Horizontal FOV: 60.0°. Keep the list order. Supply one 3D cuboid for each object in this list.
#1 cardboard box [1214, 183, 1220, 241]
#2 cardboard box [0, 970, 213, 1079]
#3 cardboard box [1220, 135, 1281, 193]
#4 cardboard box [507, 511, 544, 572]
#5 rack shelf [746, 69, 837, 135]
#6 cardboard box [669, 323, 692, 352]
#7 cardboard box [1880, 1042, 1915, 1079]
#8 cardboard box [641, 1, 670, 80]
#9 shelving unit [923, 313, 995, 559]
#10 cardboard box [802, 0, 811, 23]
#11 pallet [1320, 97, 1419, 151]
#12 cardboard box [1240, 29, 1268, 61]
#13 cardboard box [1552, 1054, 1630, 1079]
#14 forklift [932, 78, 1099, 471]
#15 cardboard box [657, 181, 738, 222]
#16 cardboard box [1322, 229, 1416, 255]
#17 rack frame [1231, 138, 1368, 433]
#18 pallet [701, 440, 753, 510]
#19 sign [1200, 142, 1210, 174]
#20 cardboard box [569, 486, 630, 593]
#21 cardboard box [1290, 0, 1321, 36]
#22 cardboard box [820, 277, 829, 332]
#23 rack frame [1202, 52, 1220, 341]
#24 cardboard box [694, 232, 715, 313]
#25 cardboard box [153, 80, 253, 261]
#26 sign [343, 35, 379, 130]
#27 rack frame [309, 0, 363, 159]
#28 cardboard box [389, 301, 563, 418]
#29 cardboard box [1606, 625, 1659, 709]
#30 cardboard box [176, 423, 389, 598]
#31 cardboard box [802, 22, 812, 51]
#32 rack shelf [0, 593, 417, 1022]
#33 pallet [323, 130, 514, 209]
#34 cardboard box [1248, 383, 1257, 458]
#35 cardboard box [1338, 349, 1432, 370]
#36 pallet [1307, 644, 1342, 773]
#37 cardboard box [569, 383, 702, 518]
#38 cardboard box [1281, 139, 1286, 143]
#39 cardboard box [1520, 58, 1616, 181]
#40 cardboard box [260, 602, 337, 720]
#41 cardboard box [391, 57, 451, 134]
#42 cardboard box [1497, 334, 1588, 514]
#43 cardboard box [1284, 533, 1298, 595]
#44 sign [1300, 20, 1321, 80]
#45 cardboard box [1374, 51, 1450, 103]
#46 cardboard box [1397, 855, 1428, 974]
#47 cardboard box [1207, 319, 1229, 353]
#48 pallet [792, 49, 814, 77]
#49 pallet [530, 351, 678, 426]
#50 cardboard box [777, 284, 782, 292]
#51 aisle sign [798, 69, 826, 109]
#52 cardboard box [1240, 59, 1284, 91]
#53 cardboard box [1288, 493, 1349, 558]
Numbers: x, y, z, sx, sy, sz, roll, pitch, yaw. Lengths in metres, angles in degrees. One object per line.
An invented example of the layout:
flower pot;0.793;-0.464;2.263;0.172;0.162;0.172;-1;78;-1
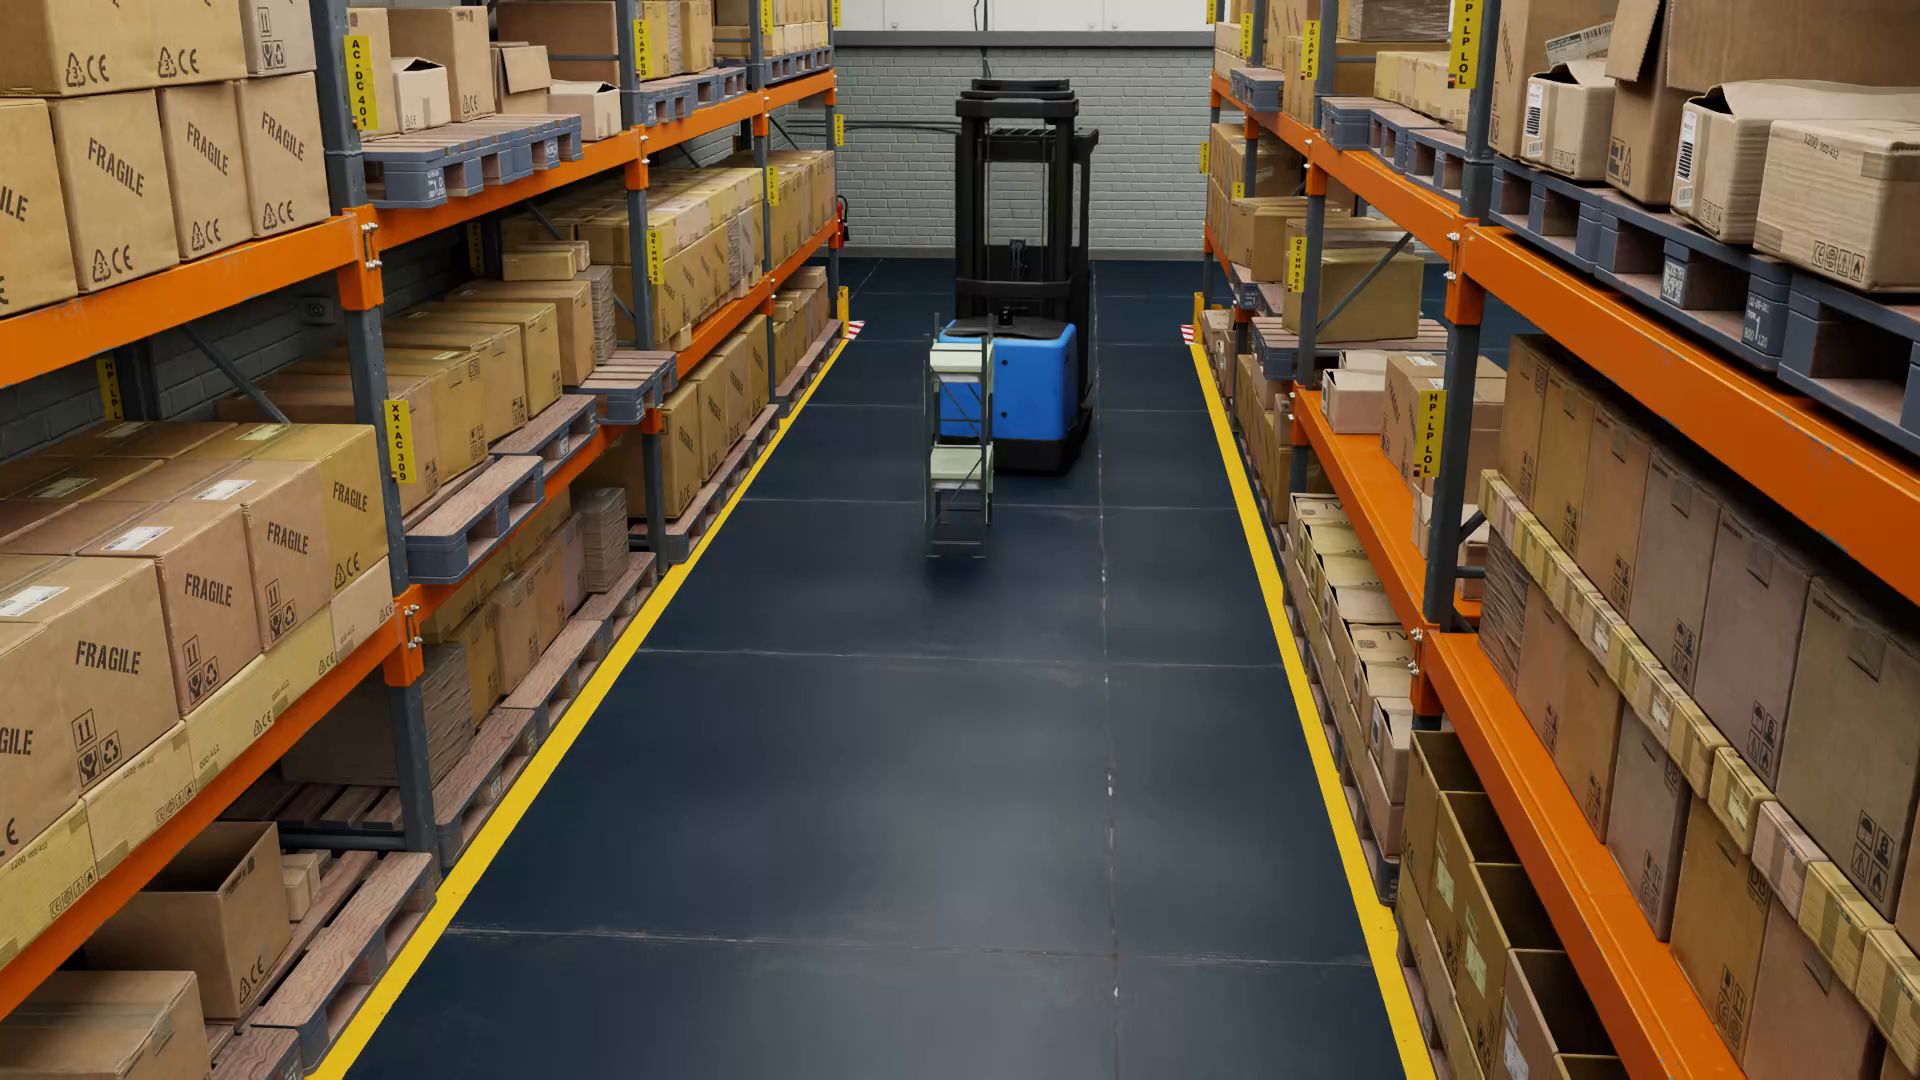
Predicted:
cardboard box;2.750;-3.190;16.182;0.500;0.500;0.500;1;18;4
cardboard box;-2.691;1.631;4.936;0.700;0.500;0.500;0;18;0
cardboard box;2.714;-3.506;15.540;0.500;0.500;0.500;1;18;3
cardboard box;-2.535;-0.033;8.810;0.500;0.250;0.500;1;18;4
rack shelf;-1.970;-4.163;15.648;1.077;0.370;4.000;1;18;4
cardboard box;-2.015;-1.362;11.133;0.380;0.149;0.250;2;18;6
cardboard box;2.014;1.186;2.826;0.700;0.500;0.500;1;18;4
cardboard box;-2.384;-3.387;11.258;0.700;0.500;0.500;2;18;7
shelving unit;0.000;-0.711;11.183;0.431;1.500;0.755;1;18;4
cardboard box;-1.682;-5.107;15.577;0.500;0.500;0.500;0;18;1
pallet;2.582;-2.229;8.895;1.213;0.211;1.003;2;18;6
cardboard box;2.592;-4.098;13.732;0.500;0.250;0.500;1;18;4
cardboard box;1.767;1.645;4.123;0.500;0.500;0.500;1;18;4
forklift;0.548;-2.346;13.875;1.130;2.935;3.031;3;18;10
cardboard box;-1.974;-2.545;12.498;0.500;0.250;0.500;2;18;5
cardboard box;2.730;-1.831;11.360;0.700;0.500;0.500;5;19;14
rack frame;2.828;-2.349;13.774;1.000;3.000;0.127;1;18;4
pallet;-2.178;-0.512;12.646;1.003;0.211;1.213;1;18;4
sign;2.574;-4.015;17.467;0.100;0.325;0.005;1;18;4
cardboard box;-2.399;-0.012;9.951;0.700;0.500;0.500;2;18;5
cardboard box;2.626;-3.500;11.473;0.600;0.600;0.600;1;18;2
cardboard box;-1.777;-2.493;17.553;0.700;0.500;0.500;1;18;4
rack frame;3.115;-3.591;17.565;1.000;3.000;0.127;1;18;4
cardboard box;-2.026;-1.876;11.660;0.500;0.500;0.500;1;18;4
cardboard box;-2.525;-1.137;5.065;0.500;0.500;0.500;0;18;-1
sign;-2.145;-1.635;5.948;0.100;0.325;0.005;1;18;4
rack frame;-2.686;-2.824;5.591;1.000;3.000;0.127;1;18;4
cardboard box;-2.491;-0.939;8.604;0.700;0.500;0.500;1;18;4
cardboard box;1.935;0.340;4.365;0.380;0.149;0.250;1;18;3
cardboard box;-2.412;-0.114;5.959;0.500;0.500;0.500;1;18;4
cardboard box;-1.683;-4.745;15.675;0.500;0.250;0.500;1;18;2
rack shelf;-2.830;0.989;4.741;1.077;0.370;4.000;1;18;4
pallet;-2.536;-1.499;6.665;1.213;0.211;1.003;1;18;4
cardboard box;2.480;-0.904;12.673;0.500;0.500;0.500;2;18;5
cardboard box;2.472;-0.952;9.655;0.500;0.311;0.500;2;18;7
pallet;2.353;0.851;8.486;1.003;0.211;1.213;1;18;4
cardboard box;-2.216;-0.619;11.274;0.750;0.750;0.750;1;18;3
cardboard box;3.253;-3.492;15.496;0.500;0.500;0.500;2;18;6
cardboard box;1.917;-1.195;4.680;0.500;0.311;0.500;0;18;1
cardboard box;-2.462;0.397;5.604;0.500;0.250;0.500;1;18;4
cardboard box;-2.523;-1.915;7.103;0.500;0.311;0.500;2;18;6
cardboard box;2.229;-0.390;5.553;0.700;0.500;0.500;1;18;4
cardboard box;2.211;0.157;9.869;0.500;0.250;0.500;1;18;4
sign;2.000;-2.790;9.474;0.100;0.325;0.005;1;18;4
cardboard box;2.565;-2.518;9.039;0.500;0.250;0.500;0;18;0
cardboard box;1.919;1.380;6.135;0.500;0.250;0.500;1;18;4
cardboard box;2.721;-2.020;16.481;0.500;0.250;0.500;1;18;4
pallet;-1.954;-4.473;15.583;1.003;0.211;1.213;1;18;4
pallet;-2.345;-0.901;9.664;1.213;0.211;1.003;1;18;4
cardboard box;-2.021;-2.609;16.866;0.380;0.149;0.250;1;18;4
aisle sign;-1.522;-4.952;17.542;0.394;0.787;0.004;1;18;4
cardboard box;2.598;-3.860;13.809;0.500;0.250;0.500;1;18;4
cardboard box;2.211;-0.110;9.781;0.500;0.311;0.500;2;18;6
